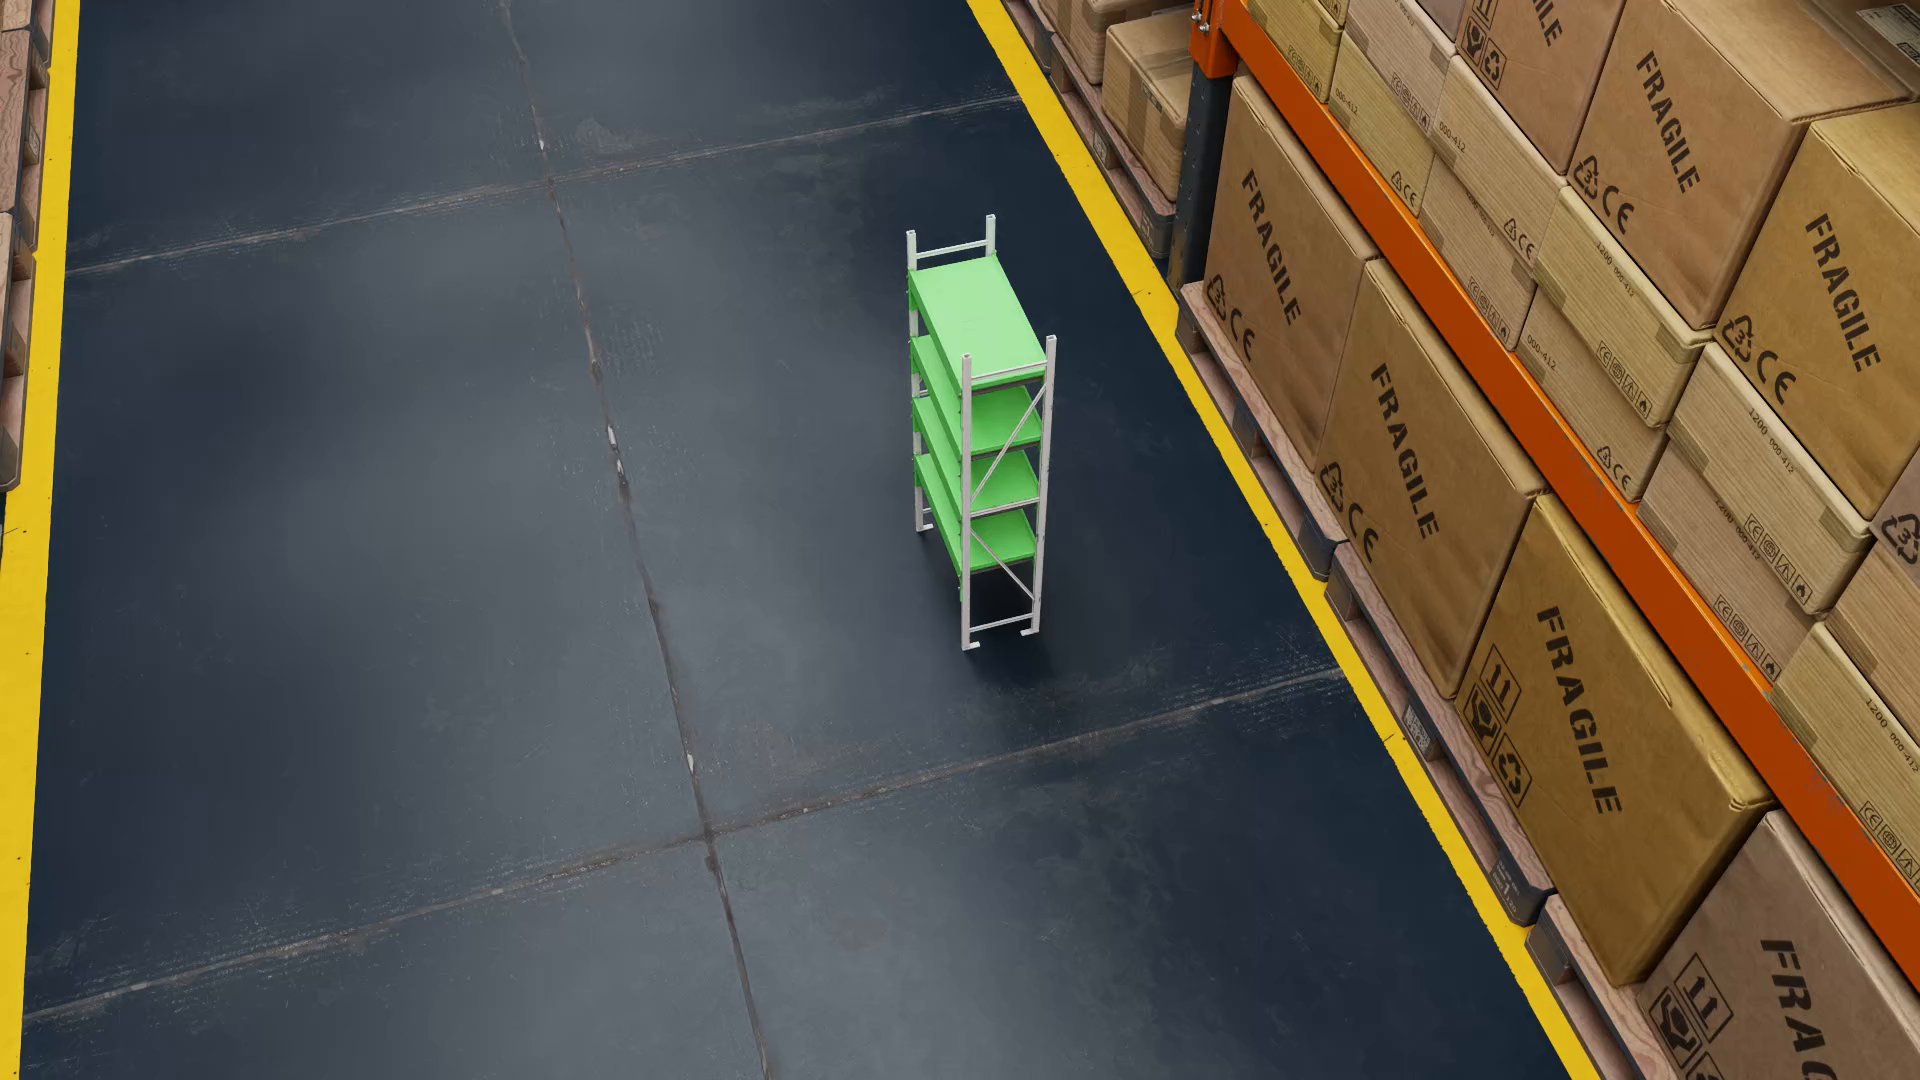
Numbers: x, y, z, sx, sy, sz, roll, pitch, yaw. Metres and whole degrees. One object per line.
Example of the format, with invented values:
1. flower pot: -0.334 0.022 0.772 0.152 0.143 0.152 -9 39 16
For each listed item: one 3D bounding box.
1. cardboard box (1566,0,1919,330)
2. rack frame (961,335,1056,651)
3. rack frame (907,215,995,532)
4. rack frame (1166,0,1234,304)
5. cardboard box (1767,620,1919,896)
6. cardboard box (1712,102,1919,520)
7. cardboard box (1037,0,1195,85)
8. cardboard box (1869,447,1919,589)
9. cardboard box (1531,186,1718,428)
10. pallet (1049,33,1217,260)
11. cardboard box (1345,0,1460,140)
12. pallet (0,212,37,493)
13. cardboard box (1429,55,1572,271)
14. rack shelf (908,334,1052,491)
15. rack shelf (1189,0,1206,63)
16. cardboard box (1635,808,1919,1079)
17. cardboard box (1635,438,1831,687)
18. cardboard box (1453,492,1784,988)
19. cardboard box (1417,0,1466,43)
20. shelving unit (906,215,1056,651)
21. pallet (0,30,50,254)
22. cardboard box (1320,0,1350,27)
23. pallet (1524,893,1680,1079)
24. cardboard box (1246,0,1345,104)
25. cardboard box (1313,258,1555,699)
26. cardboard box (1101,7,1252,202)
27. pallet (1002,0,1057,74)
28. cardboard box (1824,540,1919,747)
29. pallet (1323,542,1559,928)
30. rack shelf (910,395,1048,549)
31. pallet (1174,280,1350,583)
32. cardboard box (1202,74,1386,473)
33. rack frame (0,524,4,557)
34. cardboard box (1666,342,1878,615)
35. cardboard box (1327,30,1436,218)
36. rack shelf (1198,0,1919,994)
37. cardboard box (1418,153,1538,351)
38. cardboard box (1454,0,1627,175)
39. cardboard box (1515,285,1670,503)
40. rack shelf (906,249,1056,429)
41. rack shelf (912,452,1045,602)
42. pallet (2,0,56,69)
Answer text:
1. cardboard box: 1.596 -0.801 3.244 0.500 0.500 0.500 -13 51 -10
2. rack frame: 0.121 -0.088 4.539 0.240 1.200 0.015 -13 51 -11
3. rack frame: -0.023 -0.444 4.840 0.240 1.200 0.015 -13 51 -11
4. rack frame: 1.243 -1.972 4.951 1.000 3.000 0.127 -13 51 -11
5. cardboard box: 1.903 0.355 3.087 0.500 0.250 0.500 -14 51 -11
6. cardboard box: 1.763 -0.426 2.928 0.500 0.500 0.500 -12 51 -10
7. cardboard box: 0.860 -2.213 6.598 0.950 0.372 0.625 -14 51 -12
8. cardboard box: 1.894 -0.051 2.612 0.500 0.500 0.500 -12 51 -10
9. cardboard box: 1.582 -0.541 3.515 0.500 0.250 0.500 -13 51 -10
10. pallet: 1.014 -1.645 6.498 1.003 0.211 1.213 -13 51 -11
11. cardboard box: 1.309 -1.281 4.140 0.500 0.250 0.500 -12 51 -10
12. pallet: -3.703 -0.559 5.583 1.003 0.211 1.213 -13 51 -11
13. cardboard box: 1.445 -0.915 3.830 0.500 0.250 0.500 -13 51 -11
14. rack shelf: 0.049 -0.379 4.555 0.258 0.148 0.480 -13 51 -11
15. rack shelf: 0.652 -3.201 6.457 1.077 0.370 4.000 -13 51 -11
16. cardboard box: 2.167 1.064 3.506 0.875 0.875 0.875 -12 51 -10
17. cardboard box: 1.772 -0.018 3.402 0.500 0.250 0.500 -15 51 -12
18. cardboard box: 1.892 0.406 4.061 0.875 0.875 0.875 -12 51 -10
19. cardboard box: 1.312 -1.551 3.876 0.500 0.500 0.500 -13 51 -11
20. shelving unit: 0.049 -0.266 4.689 0.258 1.200 0.503 -13 51 -11
21. pallet: -4.060 -1.448 6.333 1.003 0.211 1.213 -13 51 -11
22. cardboard box: 1.157 -1.659 4.458 0.500 0.250 0.500 -14 51 -11
23. pallet: 2.126 1.301 4.015 1.003 0.211 1.213 -13 51 -11
24. cardboard box: 1.148 -1.510 4.659 0.500 0.250 0.500 -14 51 -12
25. cardboard box: 1.628 -0.247 4.612 0.875 0.875 0.875 -13 51 -11
26. cardboard box: 1.086 -1.676 6.145 0.950 0.372 0.625 -16 52 -13
27. pallet: 0.657 -2.534 7.248 1.003 0.211 1.213 -13 51 -11
28. cardboard box: 1.909 0.206 2.886 0.500 0.250 0.500 -12 51 -10
29. pallet: 1.762 0.409 4.767 1.003 0.211 1.213 -13 51 -11
30. rack shelf: 0.049 -0.225 4.738 0.258 0.148 0.480 -13 51 -11
31. pallet: 1.405 -0.481 5.517 1.003 0.211 1.213 -13 51 -11
32. cardboard box: 1.368 -0.900 5.162 0.875 0.875 0.875 -14 51 -11
33. rack frame: -3.497 -0.847 4.002 1.000 3.000 0.127 -13 51 -11
34. cardboard box: 1.750 -0.171 3.203 0.500 0.250 0.500 -12 51 -10
35. cardboard box: 1.317 -1.139 4.346 0.500 0.250 0.500 -15 51 -12
36. rack shelf: 1.835 -0.280 3.994 1.077 0.370 4.000 -13 51 -11
37. cardboard box: 1.466 -0.754 4.022 0.500 0.250 0.500 -12 51 -10
38. cardboard box: 1.450 -1.170 3.555 0.500 0.500 0.500 -12 51 -10
39. cardboard box: 1.615 -0.395 3.719 0.500 0.250 0.500 -13 51 -11
40. rack shelf: 0.049 -0.534 4.371 0.258 0.148 0.480 -13 51 -11
41. rack shelf: 0.049 -0.070 4.922 0.258 0.148 0.480 -13 51 -11
42. pallet: -4.425 -2.341 7.085 1.003 0.211 1.213 -13 51 -11
